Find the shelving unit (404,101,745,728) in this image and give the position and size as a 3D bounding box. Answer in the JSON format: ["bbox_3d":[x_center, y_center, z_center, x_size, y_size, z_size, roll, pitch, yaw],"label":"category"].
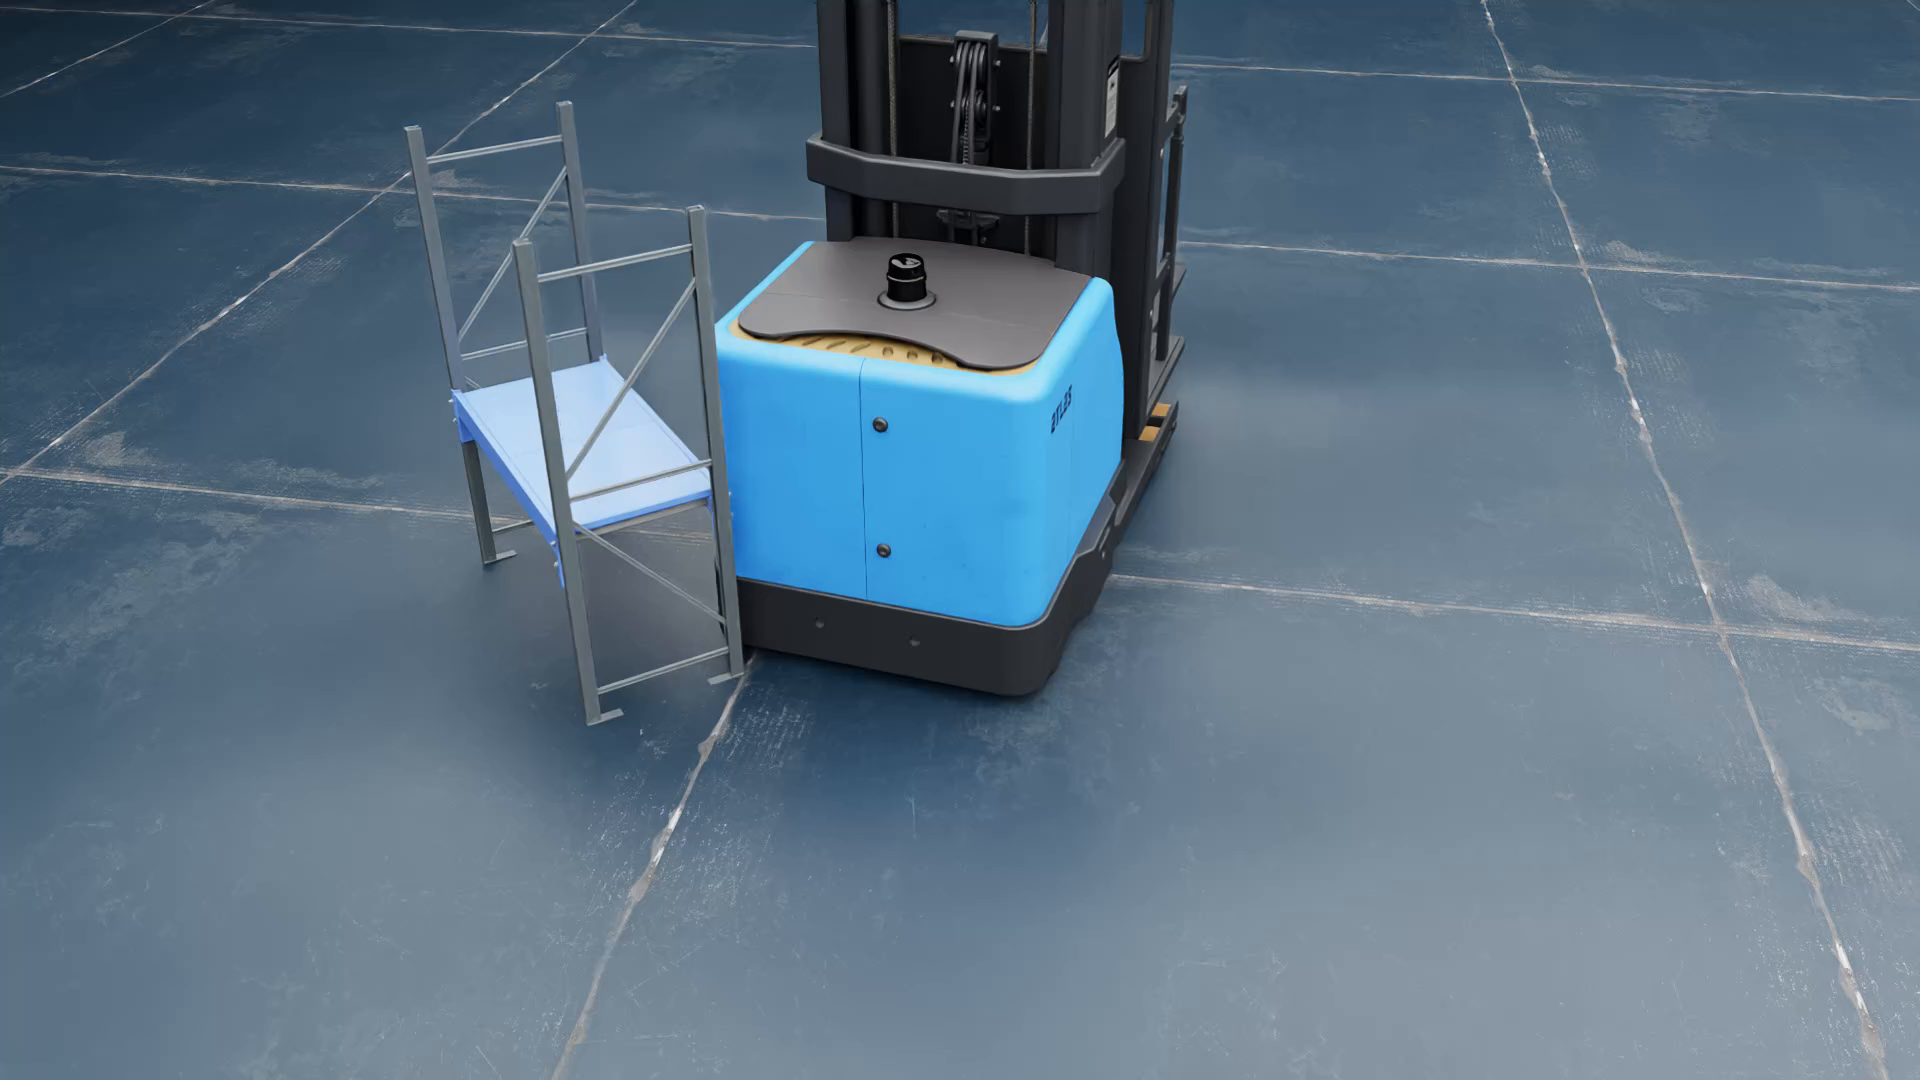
[{"bbox_3d":[-1.139,-0.393,4.964,0.538,1.500,1.048,-17,36,-25],"label":"shelving unit"}]

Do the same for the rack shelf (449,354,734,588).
[{"bbox_3d":[-1.139,-0.240,5.059,0.538,0.185,1.000,-17,36,-25],"label":"rack shelf"}]

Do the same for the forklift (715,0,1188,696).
[{"bbox_3d":[0.195,-1.558,5.477,1.130,2.935,3.031,10,33,15],"label":"forklift"}]

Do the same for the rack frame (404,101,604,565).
[{"bbox_3d":[-1.396,-0.625,5.335,0.500,1.500,0.032,-17,36,-25],"label":"rack frame"}]

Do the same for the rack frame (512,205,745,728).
[{"bbox_3d":[-0.881,-0.160,4.592,0.500,1.500,0.032,-17,36,-25],"label":"rack frame"}]
